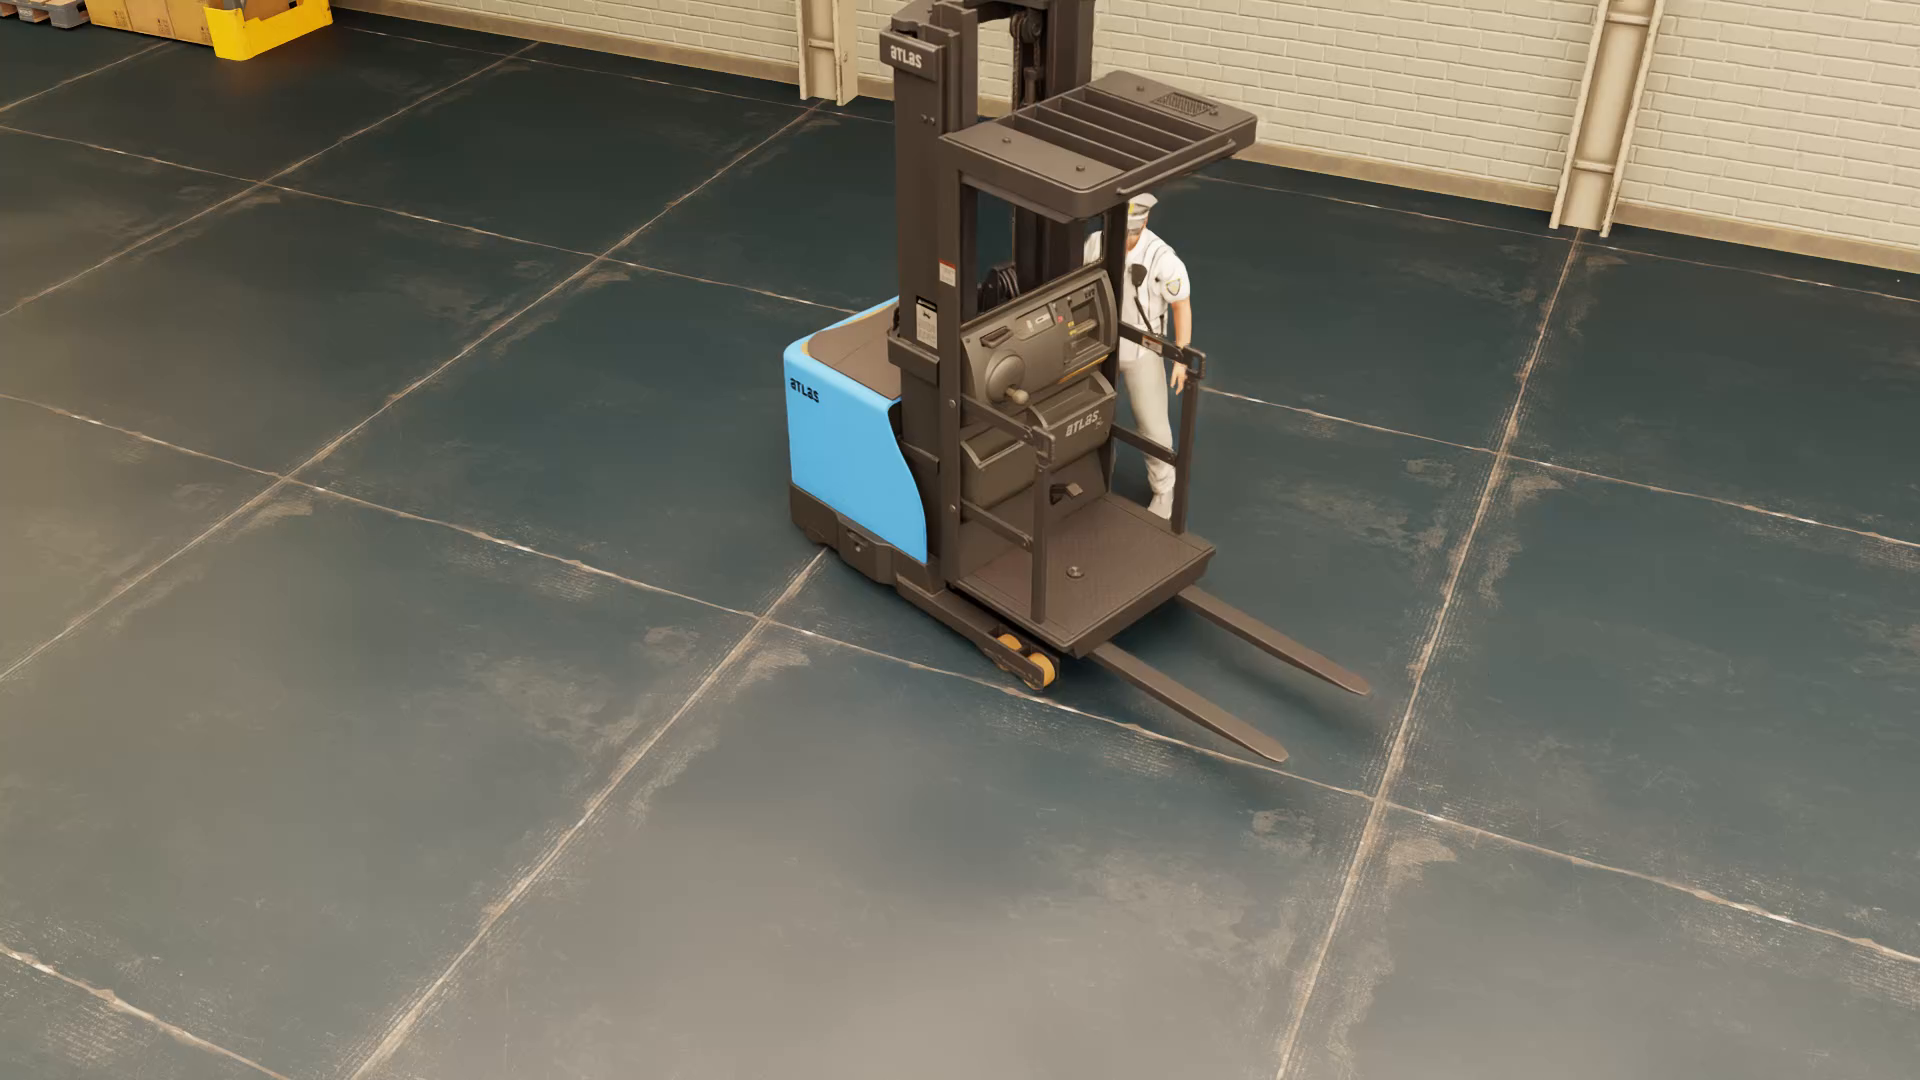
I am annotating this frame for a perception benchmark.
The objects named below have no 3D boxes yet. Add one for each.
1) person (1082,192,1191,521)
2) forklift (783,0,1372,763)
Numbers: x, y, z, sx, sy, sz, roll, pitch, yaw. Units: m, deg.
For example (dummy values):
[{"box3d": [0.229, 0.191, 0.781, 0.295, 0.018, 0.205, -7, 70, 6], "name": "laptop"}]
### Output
[{"box3d": [0.831, -0.971, 8.480, 0.749, 1.733, 0.450, 16, 38, 21], "name": "person"}, {"box3d": [0.514, -0.847, 7.274, 1.130, 2.935, 3.031, -30, 45, -35], "name": "forklift"}]
